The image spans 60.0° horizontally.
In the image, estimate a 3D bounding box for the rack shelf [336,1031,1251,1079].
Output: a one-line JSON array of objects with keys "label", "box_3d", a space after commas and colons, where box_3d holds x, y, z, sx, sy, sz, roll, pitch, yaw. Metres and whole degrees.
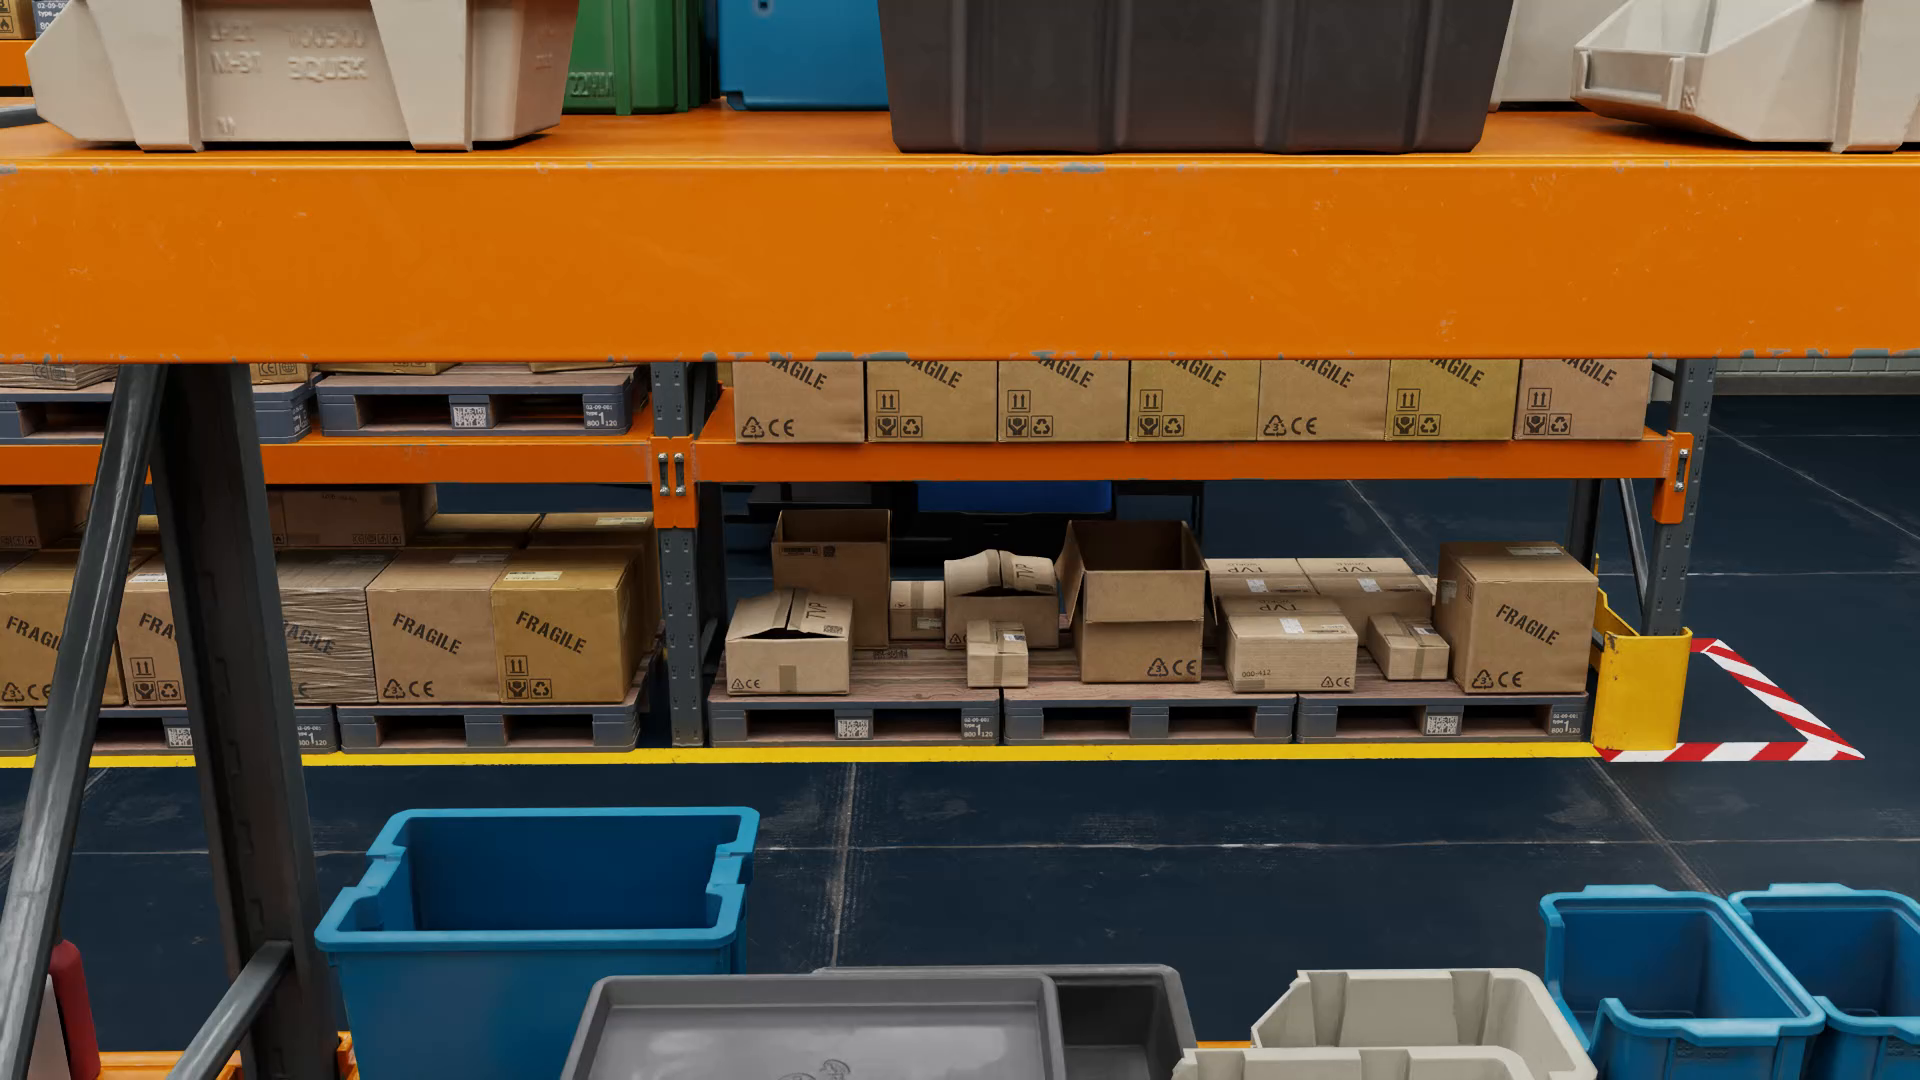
[{"label": "rack shelf", "box_3d": [0.941, 1.125, 2.308, 4.000, 0.370, 1.077, 0, 18, -1]}]

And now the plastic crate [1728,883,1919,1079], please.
[{"label": "plastic crate", "box_3d": [1.372, 0.731, 2.534, 0.300, 0.233, 0.416, 0, 18, -1]}]

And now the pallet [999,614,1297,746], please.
[{"label": "pallet", "box_3d": [0.776, 0.597, 7.341, 1.213, 0.211, 1.003, 0, 18, -1]}]

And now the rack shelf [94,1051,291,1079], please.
[{"label": "rack shelf", "box_3d": [-3.059, 1.144, 2.248, 4.000, 0.370, 1.077, 0, 18, -1]}]

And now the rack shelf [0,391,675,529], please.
[{"label": "rack shelf", "box_3d": [-3.133, -0.369, 6.964, 4.000, 0.370, 1.077, 0, 18, -1]}]

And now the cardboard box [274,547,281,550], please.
[{"label": "cardboard box", "box_3d": [-3.159, 0.196, 7.397, 0.500, 0.500, 0.500, -1, 18, -3]}]

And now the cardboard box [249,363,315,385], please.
[{"label": "cardboard box", "box_3d": [-2.899, -0.941, 6.719, 0.500, 0.500, 0.700, -5, 18, -15]}]

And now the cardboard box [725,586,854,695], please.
[{"label": "cardboard box", "box_3d": [-0.710, 0.414, 7.028, 0.500, 0.311, 0.500, 0, 18, -1]}]

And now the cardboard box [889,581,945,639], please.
[{"label": "cardboard box", "box_3d": [-0.194, 0.318, 7.594, 0.250, 0.149, 0.380, 0, 18, -1]}]

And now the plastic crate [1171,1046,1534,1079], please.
[{"label": "plastic crate", "box_3d": [0.471, 0.869, 2.024, 0.530, 0.282, 0.437, 0, 18, -1]}]

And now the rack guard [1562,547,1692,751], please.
[{"label": "rack guard", "box_3d": [2.790, 0.450, 7.325, 0.348, 0.500, 1.175, 0, 18, -1]}]

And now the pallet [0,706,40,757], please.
[{"label": "pallet", "box_3d": [-4.386, 0.634, 7.225, 1.213, 0.211, 1.003, 0, 18, -1]}]

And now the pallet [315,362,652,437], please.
[{"label": "pallet", "box_3d": [-1.934, -0.659, 7.005, 1.213, 0.211, 1.003, 0, 18, -1]}]

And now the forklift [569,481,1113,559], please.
[{"label": "forklift", "box_3d": [-0.662, -1.419, 9.172, 3.031, 2.935, 1.130, 1, 18, 2]}]

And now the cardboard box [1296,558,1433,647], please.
[{"label": "cardboard box", "box_3d": [1.818, 0.278, 7.551, 0.500, 0.250, 0.500, 0, 18, -1]}]

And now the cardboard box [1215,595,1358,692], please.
[{"label": "cardboard box", "box_3d": [1.376, 0.433, 7.069, 0.500, 0.250, 0.500, 0, 18, -1]}]

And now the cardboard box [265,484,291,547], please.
[{"label": "cardboard box", "box_3d": [-3.122, -0.162, 7.286, 0.500, 0.250, 0.500, -1, 18, -2]}]

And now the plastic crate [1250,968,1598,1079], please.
[{"label": "plastic crate", "box_3d": [0.678, 0.789, 2.511, 0.466, 0.136, 0.293, 0, 18, -1]}]

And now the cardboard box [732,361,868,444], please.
[{"label": "cardboard box", "box_3d": [-0.619, -0.688, 6.617, 0.500, 0.500, 0.500, 0, 18, 1]}]

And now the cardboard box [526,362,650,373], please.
[{"label": "cardboard box", "box_3d": [-1.610, -1.034, 7.010, 0.500, 0.500, 0.700, -6, 19, -19]}]

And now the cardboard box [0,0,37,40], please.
[{"label": "cardboard box", "box_3d": [-3.667, -2.195, 6.405, 0.500, 0.500, 0.910, 0, 18, -1]}]

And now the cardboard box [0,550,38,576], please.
[{"label": "cardboard box", "box_3d": [-4.150, 0.360, 6.886, 0.500, 0.500, 0.500, -1, 18, -3]}]

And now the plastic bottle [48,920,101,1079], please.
[{"label": "plastic bottle", "box_3d": [-1.432, 0.719, 2.586, 0.133, 0.283, 0.061, 0, 18, -1]}]

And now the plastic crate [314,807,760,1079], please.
[{"label": "plastic crate", "box_3d": [-0.597, 0.665, 2.493, 0.575, 0.384, 0.392, 0, 18, -1]}]

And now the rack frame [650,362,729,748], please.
[{"label": "rack frame", "box_3d": [-1.133, -0.721, 6.884, 0.127, 3.000, 1.000, 0, 18, -1]}]

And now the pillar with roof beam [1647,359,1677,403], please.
[{"label": "pillar with roof beam", "box_3d": [5.538, -4.072, 7.509, 0.400, 9.000, 9.100, 0, 18, -1]}]

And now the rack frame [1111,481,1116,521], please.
[{"label": "rack frame", "box_3d": [0.865, -0.991, 9.199, 0.015, 2.100, 0.400, 1, 18, 2]}]

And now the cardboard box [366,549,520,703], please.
[{"label": "cardboard box", "box_3d": [-2.117, 0.350, 6.919, 0.500, 0.500, 0.500, 0, 18, -1]}]

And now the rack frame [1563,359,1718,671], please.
[{"label": "rack frame", "box_3d": [2.866, -0.740, 6.944, 0.127, 3.000, 1.000, 0, 18, -1]}]

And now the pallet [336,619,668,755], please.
[{"label": "pallet", "box_3d": [-1.946, 0.622, 7.262, 1.213, 0.211, 1.003, 0, 18, -1]}]

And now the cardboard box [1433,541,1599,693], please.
[{"label": "cardboard box", "box_3d": [2.326, 0.318, 7.016, 0.500, 0.500, 0.500, 0, 18, -1]}]

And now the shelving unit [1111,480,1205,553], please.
[{"label": "shelving unit", "box_3d": [1.109, -0.988, 9.191, 0.503, 2.100, 0.431, 1, 18, 2]}]

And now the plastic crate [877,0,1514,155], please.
[{"label": "plastic crate", "box_3d": [0.188, -0.496, 1.487, 0.590, 0.269, 0.497, 0, 18, -1]}]

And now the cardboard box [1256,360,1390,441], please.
[{"label": "cardboard box", "box_3d": [1.405, -0.698, 6.650, 0.500, 0.500, 0.500, 0, 18, 0]}]

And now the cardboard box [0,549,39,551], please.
[{"label": "cardboard box", "box_3d": [-4.201, 0.203, 7.376, 0.500, 0.500, 0.500, 0, 18, 1]}]

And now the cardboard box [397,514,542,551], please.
[{"label": "cardboard box", "box_3d": [-2.154, 0.194, 7.405, 0.500, 0.500, 0.500, 0, 18, 0]}]

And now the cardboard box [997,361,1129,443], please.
[{"label": "cardboard box", "box_3d": [0.393, -0.693, 6.633, 0.500, 0.500, 0.500, 0, 18, -1]}]

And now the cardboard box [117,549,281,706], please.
[{"label": "cardboard box", "box_3d": [-3.126, 0.355, 6.902, 0.500, 0.500, 0.500, -1, 18, -3]}]

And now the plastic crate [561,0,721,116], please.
[{"label": "plastic crate", "box_3d": [-0.640, -0.630, 2.036, 0.662, 0.188, 0.450, 0, 18, -1]}]

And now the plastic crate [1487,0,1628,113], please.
[{"label": "plastic crate", "box_3d": [0.720, -0.683, 2.048, 0.530, 0.282, 0.437, 0, 18, -1]}]

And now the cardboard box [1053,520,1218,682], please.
[{"label": "cardboard box", "box_3d": [0.745, 0.248, 7.231, 0.637, 0.503, 0.797, 0, 18, -1]}]

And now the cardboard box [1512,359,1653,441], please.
[{"label": "cardboard box", "box_3d": [2.423, -0.702, 6.663, 0.500, 0.500, 0.500, 0, 18, 1]}]
